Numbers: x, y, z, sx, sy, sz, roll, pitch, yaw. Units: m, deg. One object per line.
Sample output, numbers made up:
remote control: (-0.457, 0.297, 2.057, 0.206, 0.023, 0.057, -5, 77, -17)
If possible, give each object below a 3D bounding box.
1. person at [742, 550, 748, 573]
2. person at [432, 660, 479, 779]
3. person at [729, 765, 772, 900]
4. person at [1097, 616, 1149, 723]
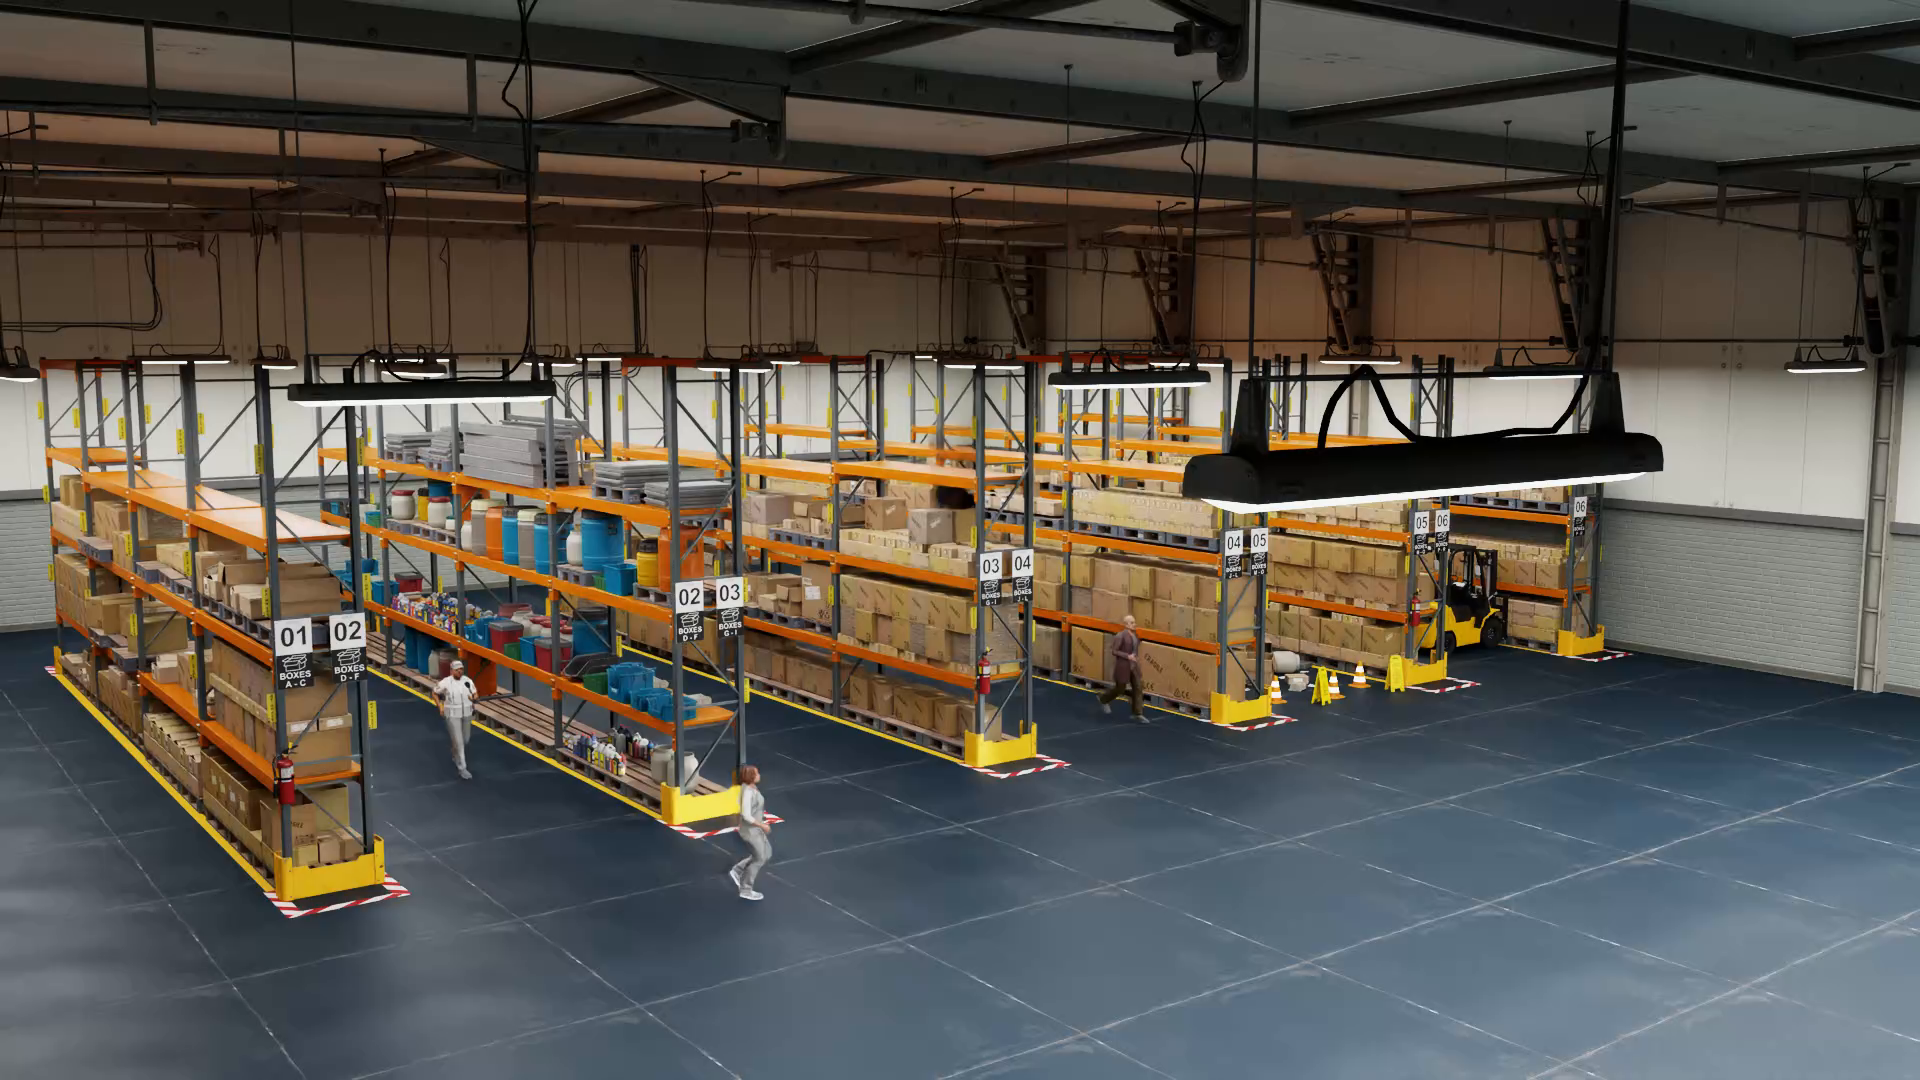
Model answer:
person: (-5.123, 0.855, 38.183, 0.658, 1.814, 0.943, -6, 9, -39)
person: (-7.328, 2.577, 24.290, 0.603, 1.662, 0.939, -6, 9, -41)
person: (-2.377, 3.309, 18.868, 0.490, 1.564, 0.545, -1, 7, -7)
person: (2.732, 2.221, 27.731, 0.690, 1.573, 1.042, -6, 9, -42)
